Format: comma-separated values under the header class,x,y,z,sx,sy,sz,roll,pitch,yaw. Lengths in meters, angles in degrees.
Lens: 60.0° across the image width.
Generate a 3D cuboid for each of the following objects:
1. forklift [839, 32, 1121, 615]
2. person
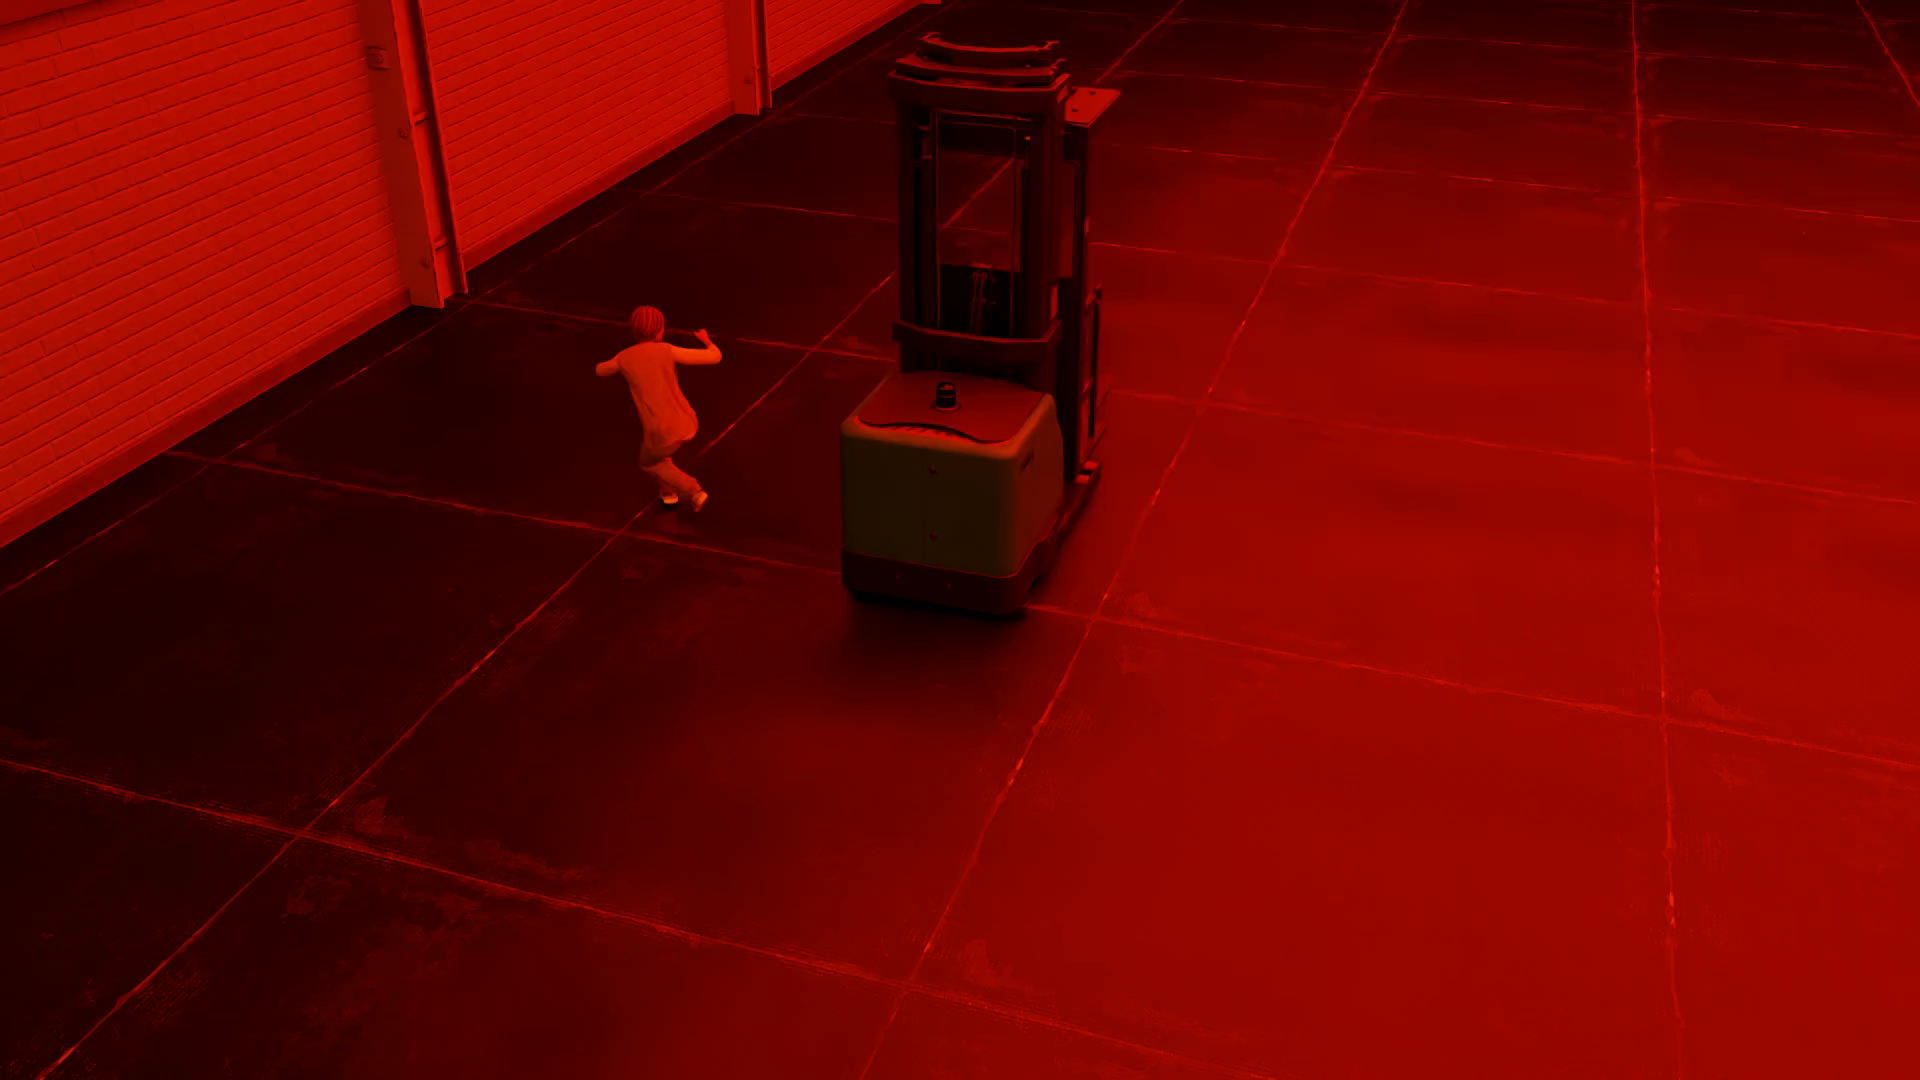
class,x,y,z,sx,sy,sz,roll,pitch,yaw
forklift,0.281,-1.575,9.900,1.130,2.935,3.031,10,31,16
person,-1.827,-0.833,10.231,0.674,1.340,0.988,-19,35,-29
